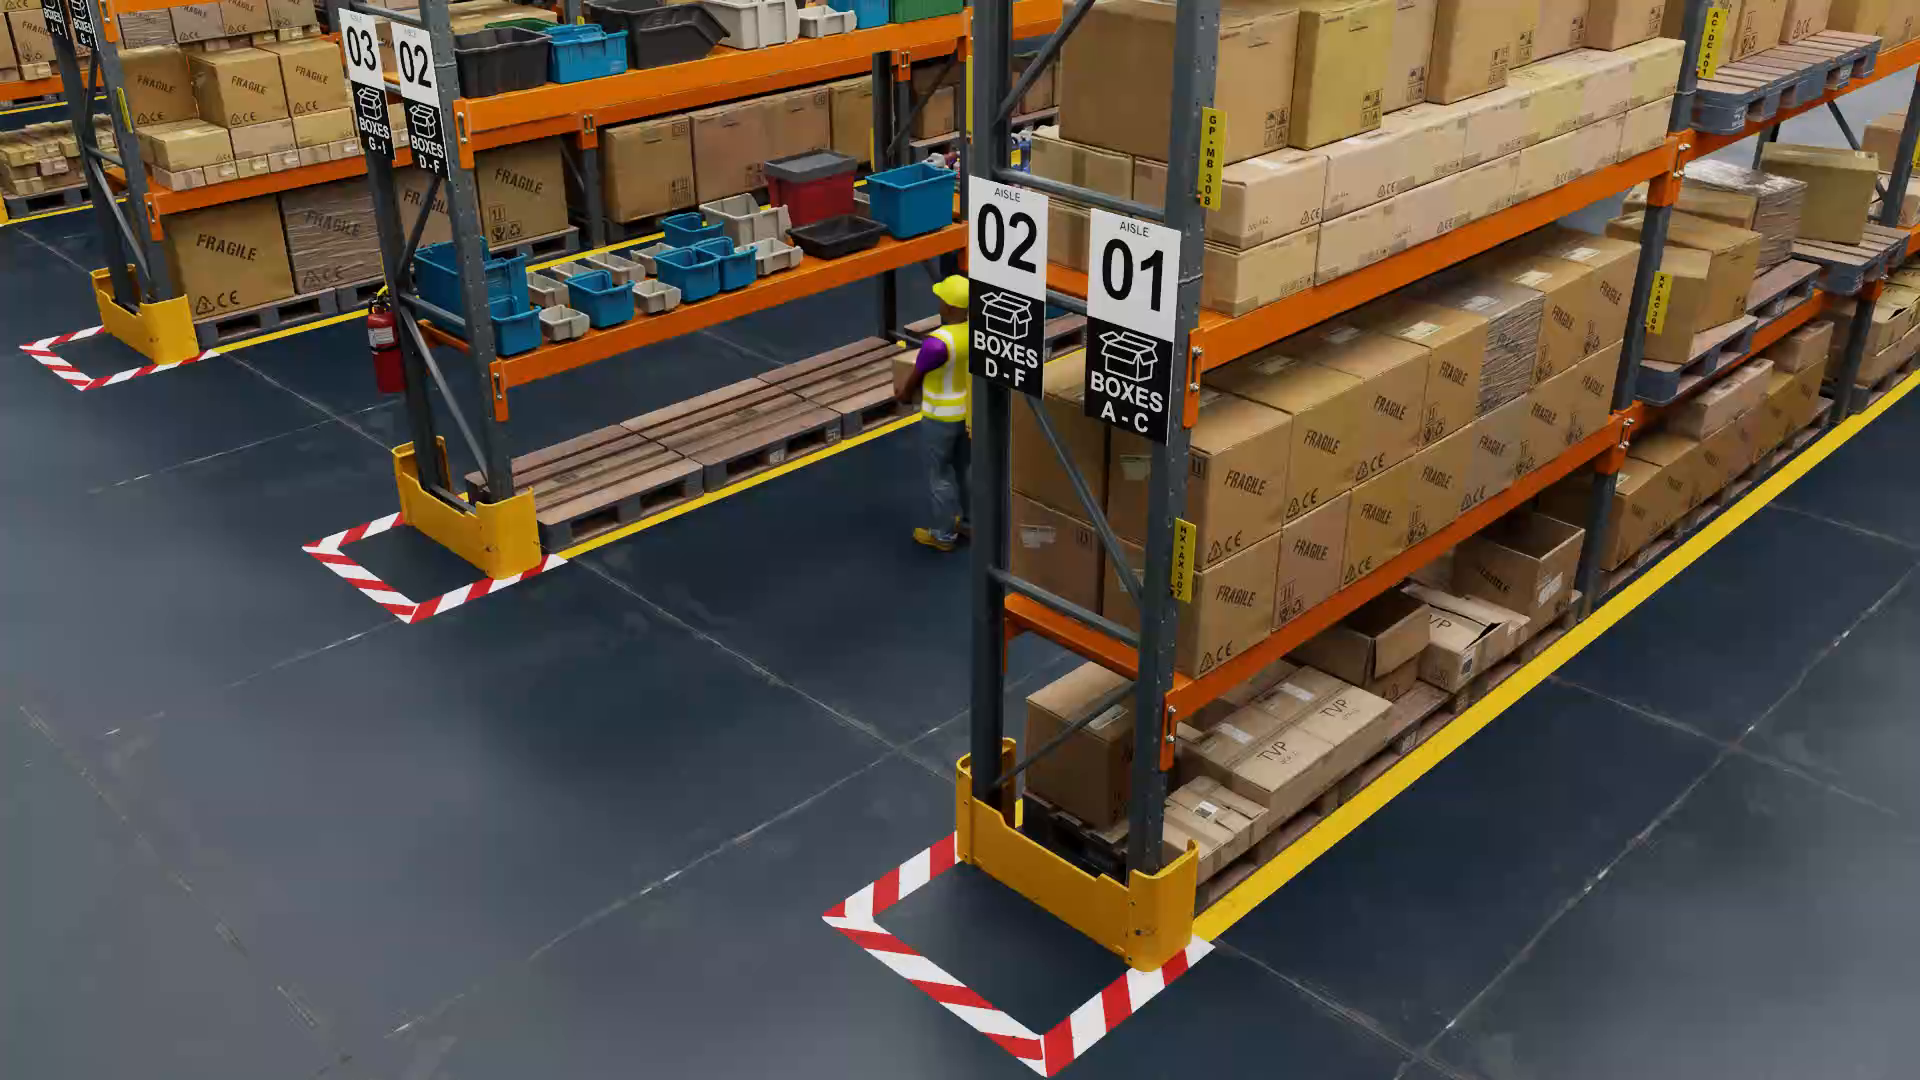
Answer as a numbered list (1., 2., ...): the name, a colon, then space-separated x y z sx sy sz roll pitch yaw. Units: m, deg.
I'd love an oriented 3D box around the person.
1. person: -0.117 -0.804 10.141 0.577 1.758 0.502 25 36 39
